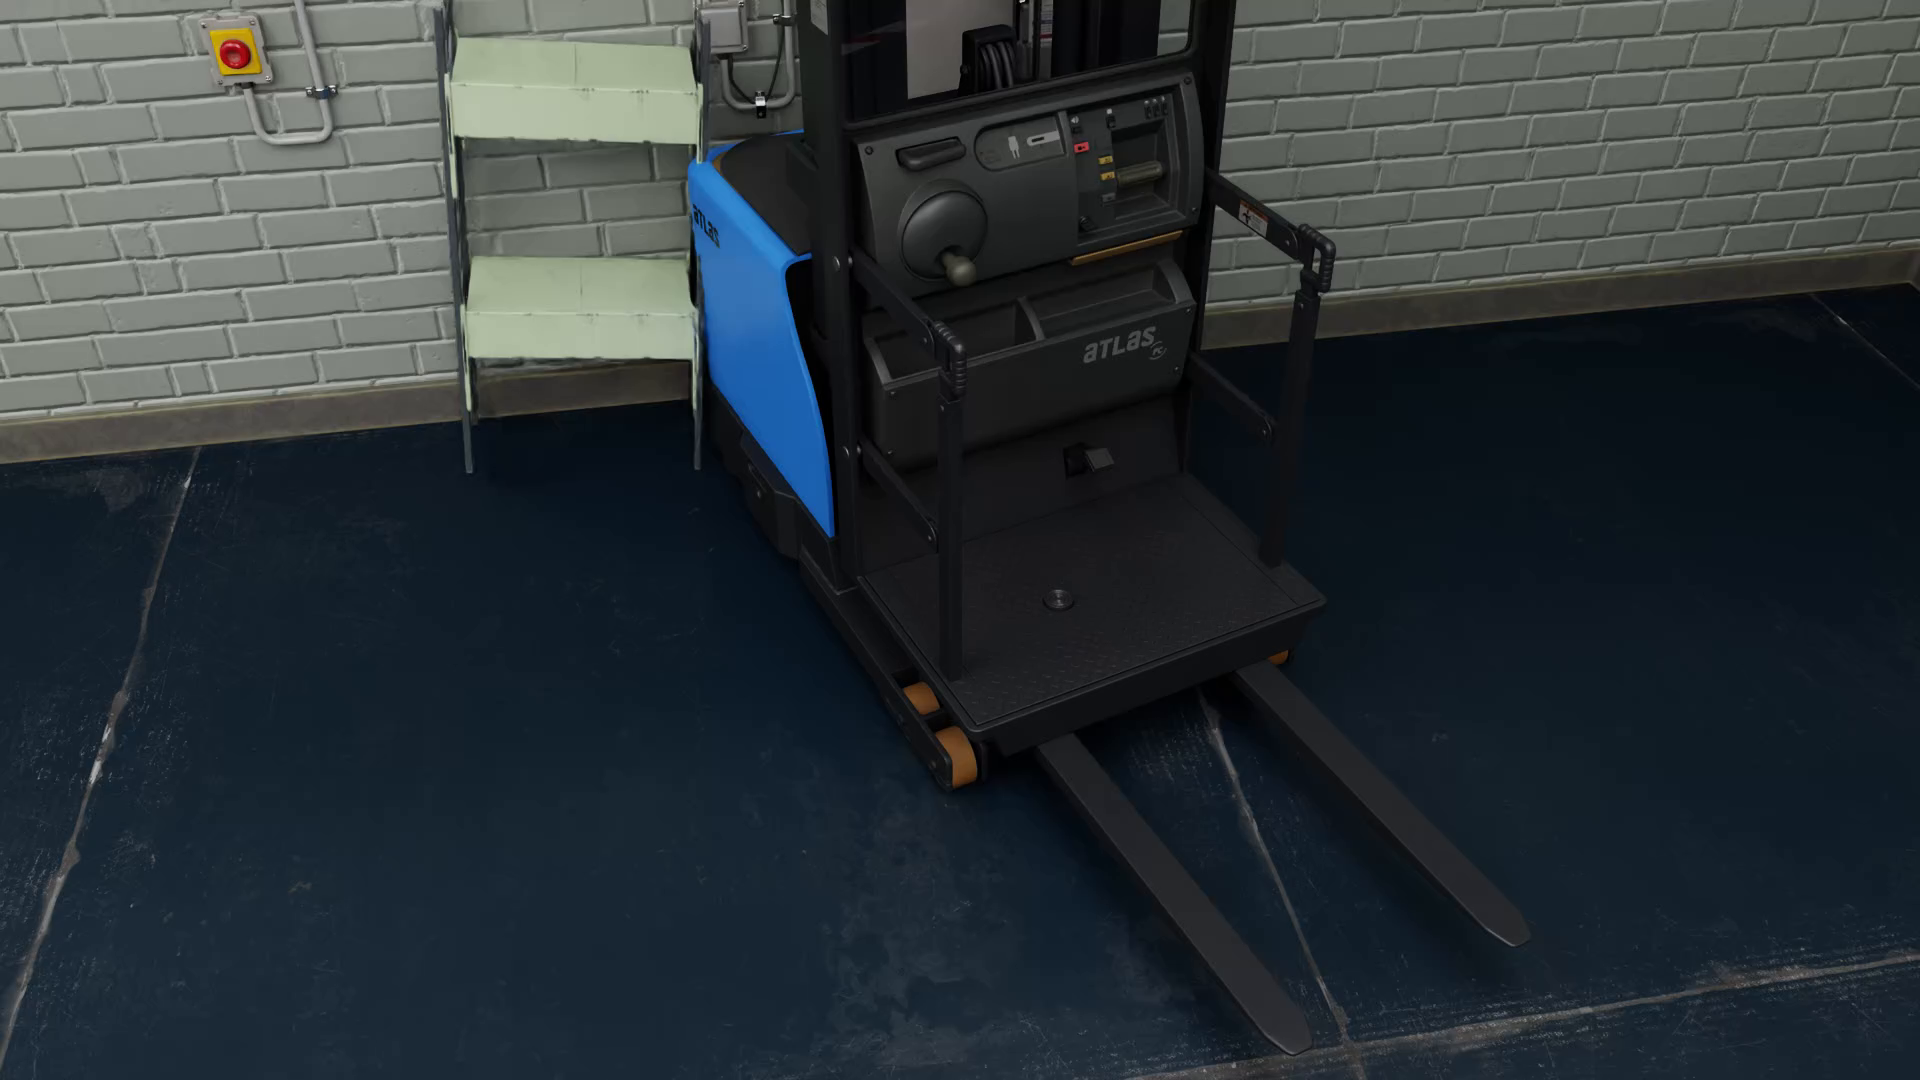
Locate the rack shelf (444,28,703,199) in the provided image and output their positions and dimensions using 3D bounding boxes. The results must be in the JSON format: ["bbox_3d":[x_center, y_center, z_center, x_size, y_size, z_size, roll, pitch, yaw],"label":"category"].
[{"bbox_3d":[-1.152,-1.275,5.002,0.720,0.370,0.431,-1,35,-12],"label":"rack shelf"}]

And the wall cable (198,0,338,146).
[{"bbox_3d":[-2.166,-1.946,4.457,0.585,1.953,0.123,-6,38,-8],"label":"wall cable"}]

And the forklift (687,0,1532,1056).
[{"bbox_3d":[0.291,-0.815,3.910,1.130,2.935,3.031,-18,41,-21],"label":"forklift"}]

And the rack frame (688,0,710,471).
[{"bbox_3d":[-0.836,-0.960,5.297,0.023,1.500,0.400,-1,35,-12],"label":"rack frame"}]

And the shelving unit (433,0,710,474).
[{"bbox_3d":[-1.193,-0.953,5.219,0.755,1.500,0.431,-1,35,-12],"label":"shelving unit"}]

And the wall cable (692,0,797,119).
[{"bbox_3d":[-0.771,-2.094,4.672,0.588,1.984,0.122,-6,38,-8],"label":"wall cable"}]

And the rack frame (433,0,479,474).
[{"bbox_3d":[-1.551,-0.946,5.141,0.023,1.500,0.400,-1,35,-12],"label":"rack frame"}]

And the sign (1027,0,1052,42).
[{"bbox_3d":[0.378,-1.811,5.214,0.329,0.494,0.001,-6,38,-8],"label":"sign"}]

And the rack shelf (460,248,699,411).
[{"bbox_3d":[-1.227,-0.684,5.400,0.720,0.370,0.431,-1,35,-12],"label":"rack shelf"}]

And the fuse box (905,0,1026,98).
[{"bbox_3d":[-0.072,-1.162,5.351,0.539,1.711,0.414,-6,38,-8],"label":"fuse box"}]
